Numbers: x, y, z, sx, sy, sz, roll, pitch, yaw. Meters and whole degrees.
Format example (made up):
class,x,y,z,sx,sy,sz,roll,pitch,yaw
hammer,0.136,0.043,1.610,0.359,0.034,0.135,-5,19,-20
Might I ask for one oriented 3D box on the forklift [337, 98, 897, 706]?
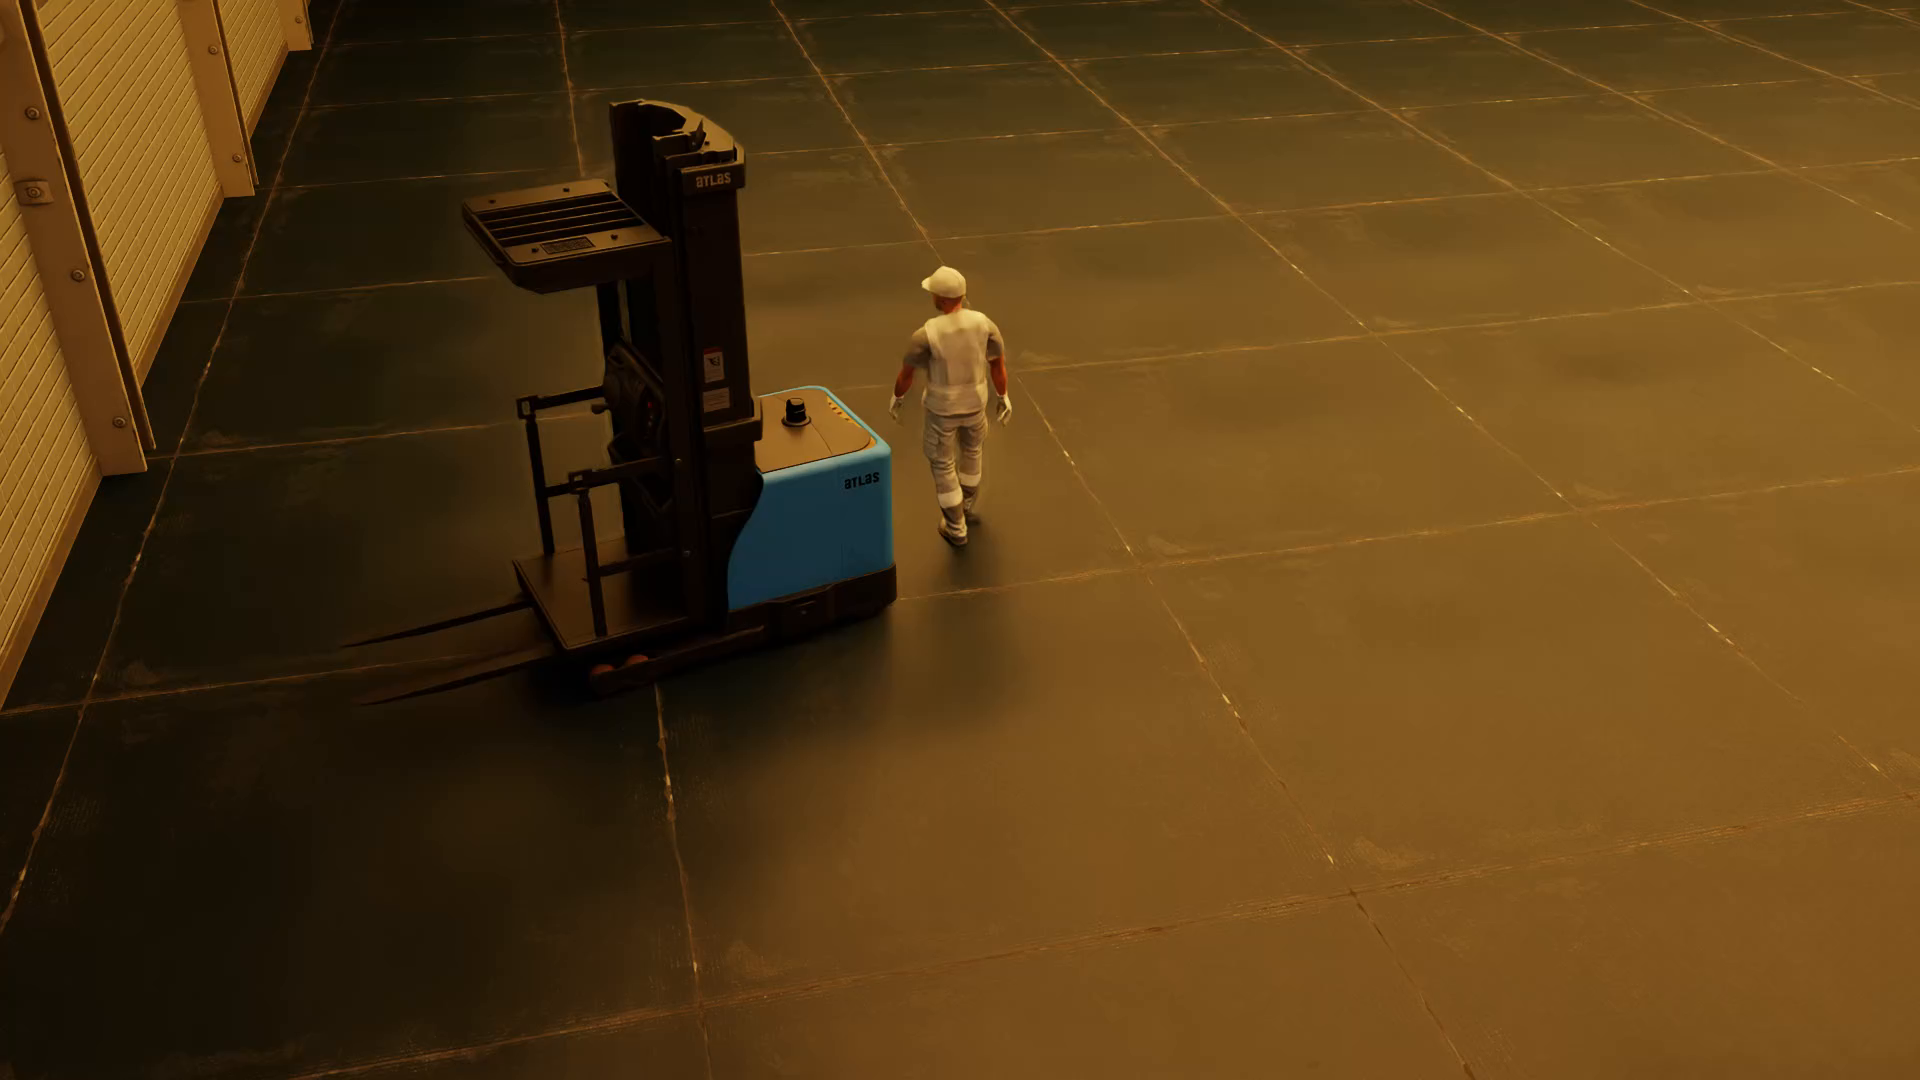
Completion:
class,x,y,z,sx,sy,sz,roll,pitch,yaw
forklift,-1.918,-0.728,8.832,3.031,2.935,1.130,-15,33,-24

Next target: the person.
class,x,y,z,sx,sy,sz,roll,pitch,yaw
person,-0.081,-0.871,10.255,0.724,1.774,0.655,-11,32,-18
